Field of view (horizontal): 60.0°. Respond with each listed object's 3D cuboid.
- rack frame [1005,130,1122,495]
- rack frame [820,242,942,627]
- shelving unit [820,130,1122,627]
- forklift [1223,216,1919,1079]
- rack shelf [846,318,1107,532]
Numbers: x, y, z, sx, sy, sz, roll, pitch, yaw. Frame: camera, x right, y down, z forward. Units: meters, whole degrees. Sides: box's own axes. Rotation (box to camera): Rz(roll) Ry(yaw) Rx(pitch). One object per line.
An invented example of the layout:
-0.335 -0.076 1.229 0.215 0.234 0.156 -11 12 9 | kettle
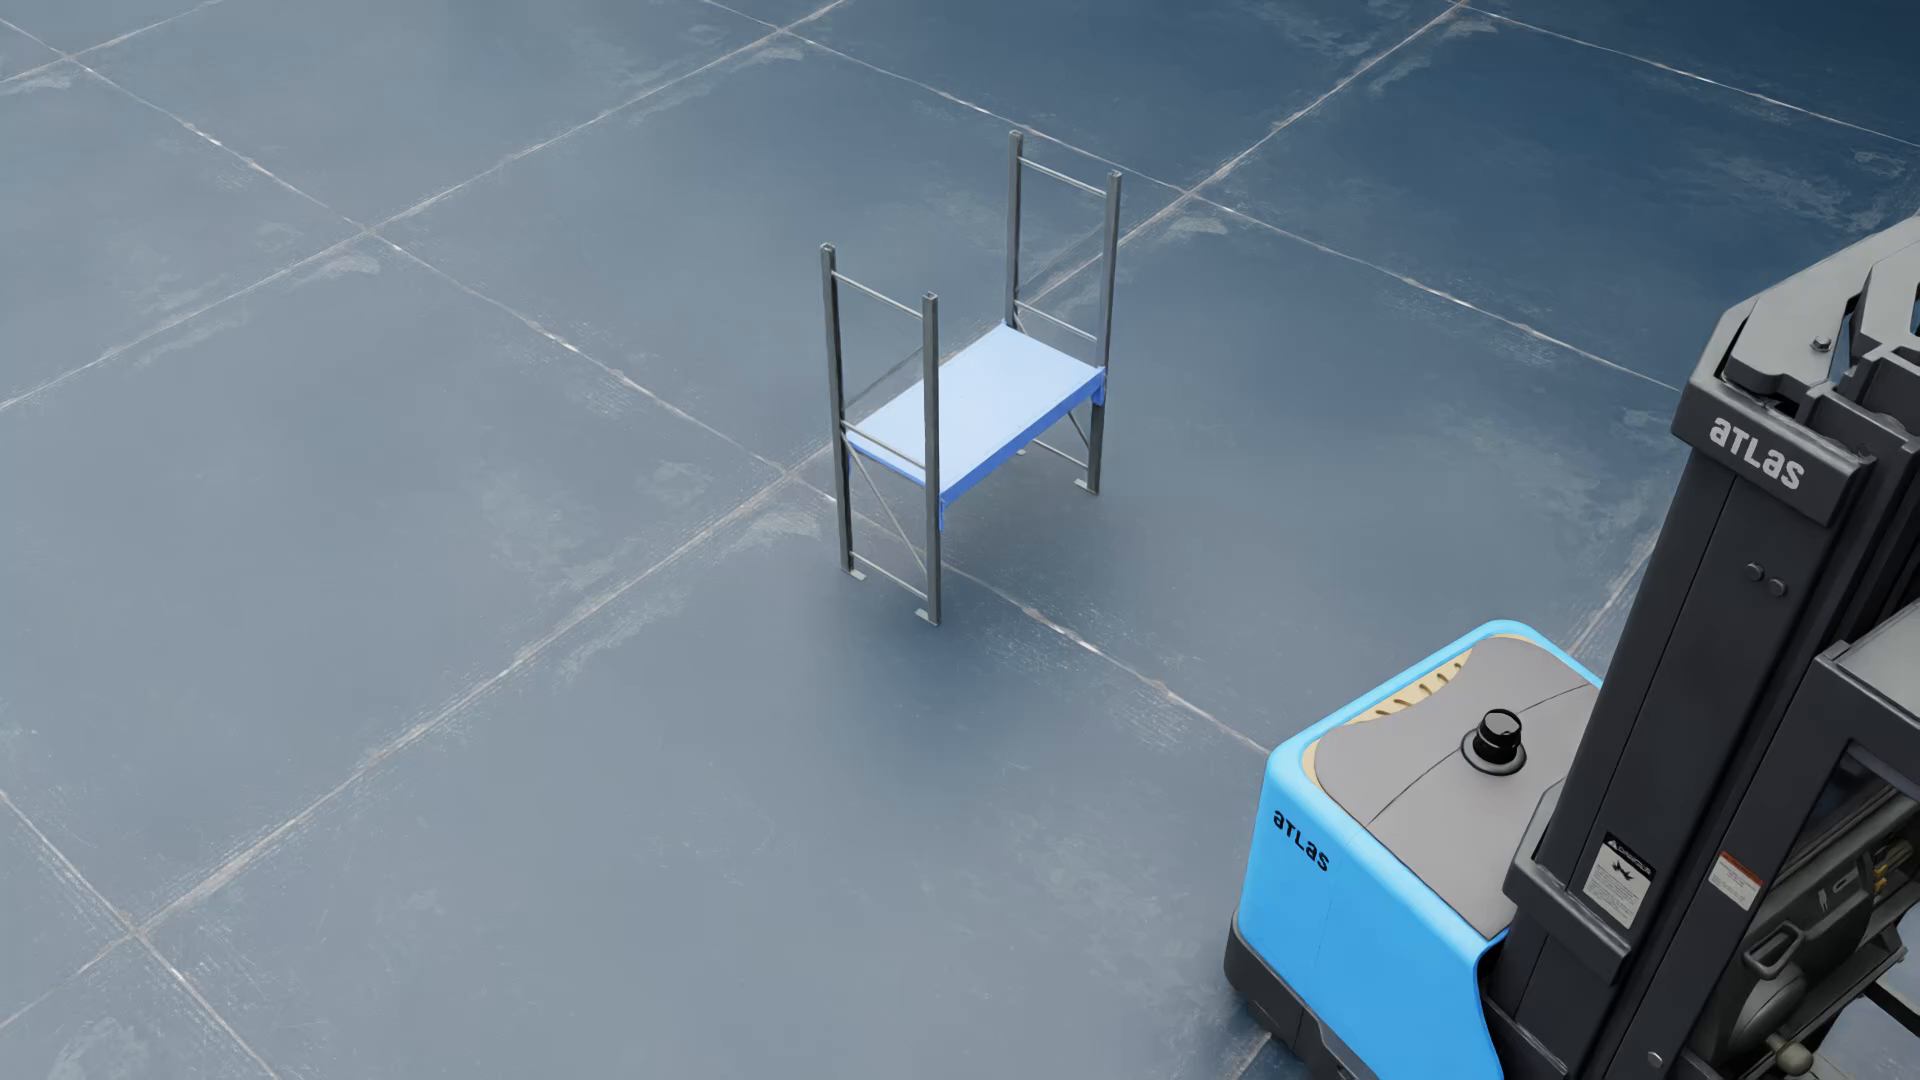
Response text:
0.382 -0.861 6.582 0.500 1.500 0.032 29 50 28 | rack frame
-0.272 -0.337 6.006 0.500 1.500 0.032 29 50 28 | rack frame
0.055 -0.599 6.294 0.538 1.500 1.048 29 50 28 | shelving unit
2.074 0.920 3.559 1.130 2.935 3.031 -25 48 -25 | forklift
0.055 -0.466 6.415 0.538 0.185 1.000 29 50 28 | rack shelf
